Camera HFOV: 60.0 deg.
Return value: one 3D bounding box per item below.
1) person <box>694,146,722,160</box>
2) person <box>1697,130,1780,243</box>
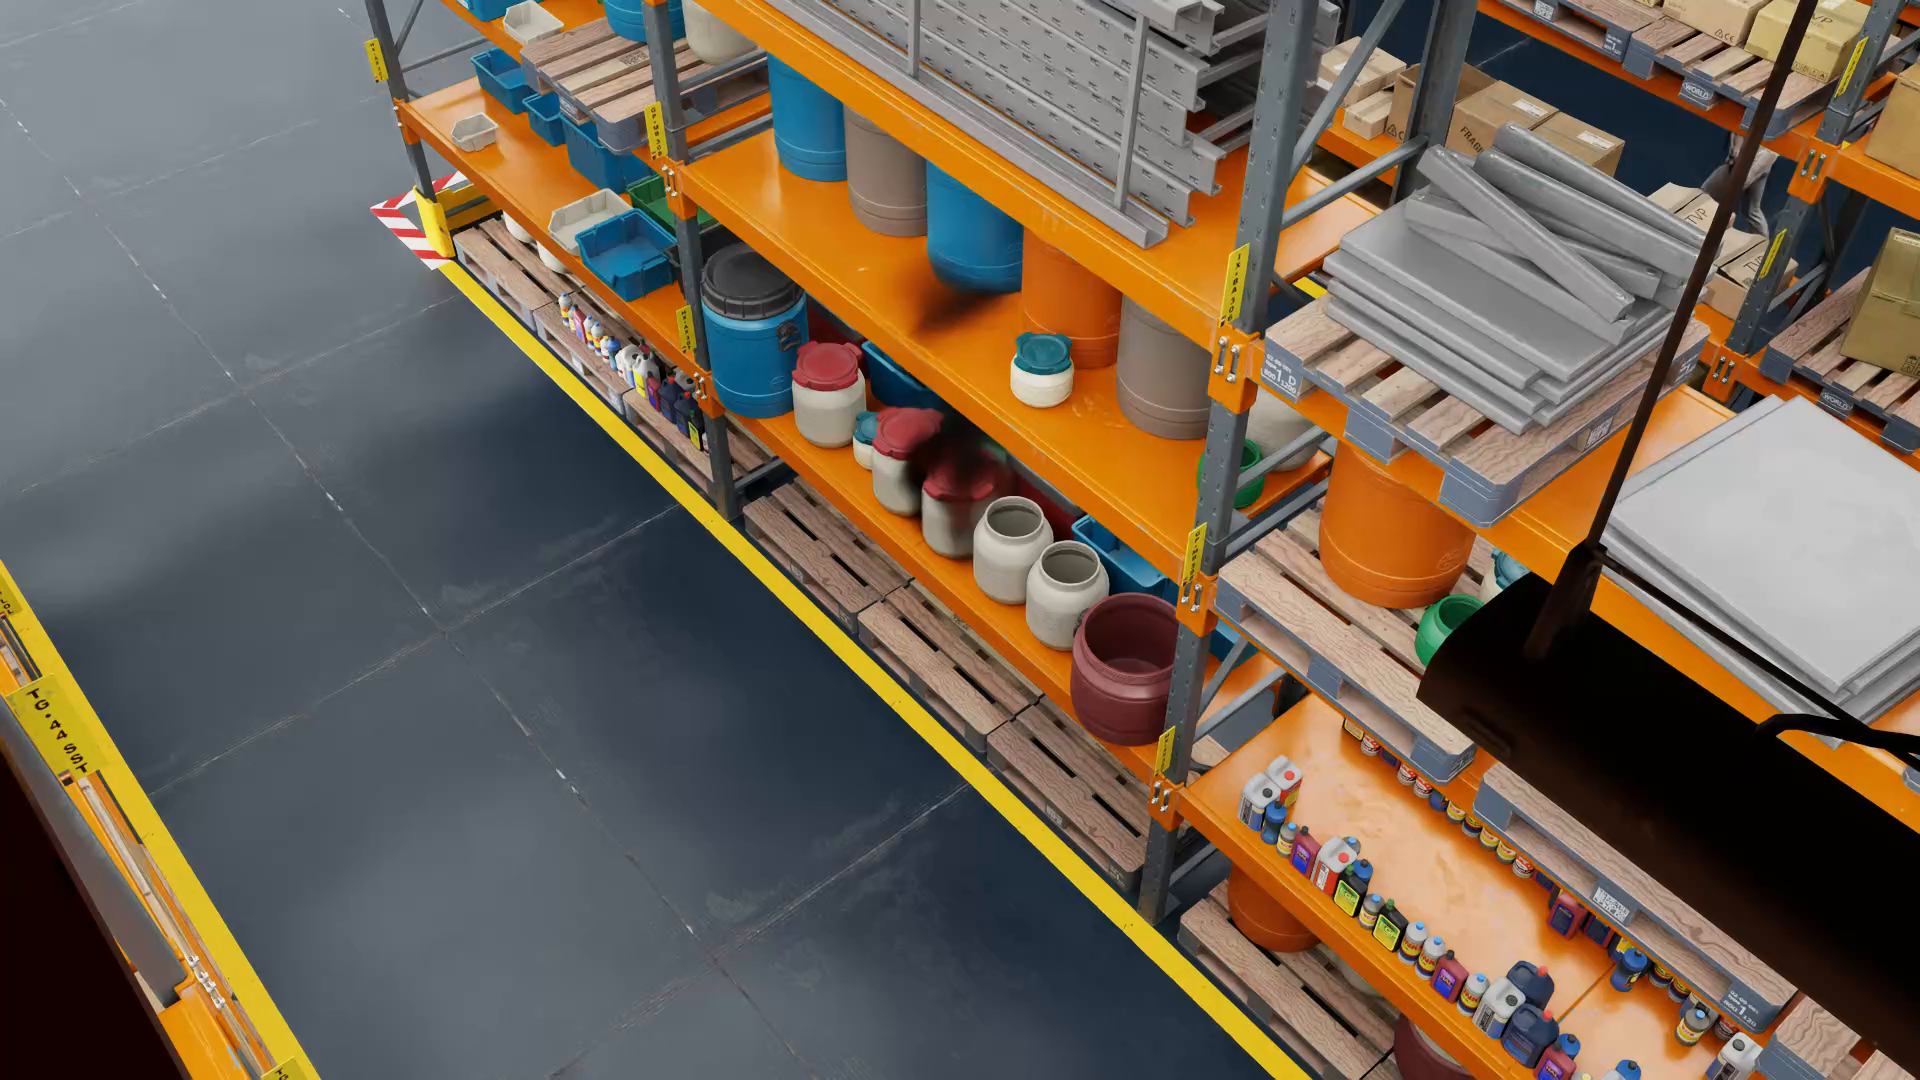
[{"bbox_3d":[-2.360,-3.825,13.504,0.762,1.656,0.560,3,47,2],"label":"person"},{"bbox_3d":[5.892,-2.751,12.424,0.556,1.734,0.847,-32,54,-26],"label":"person"}]
